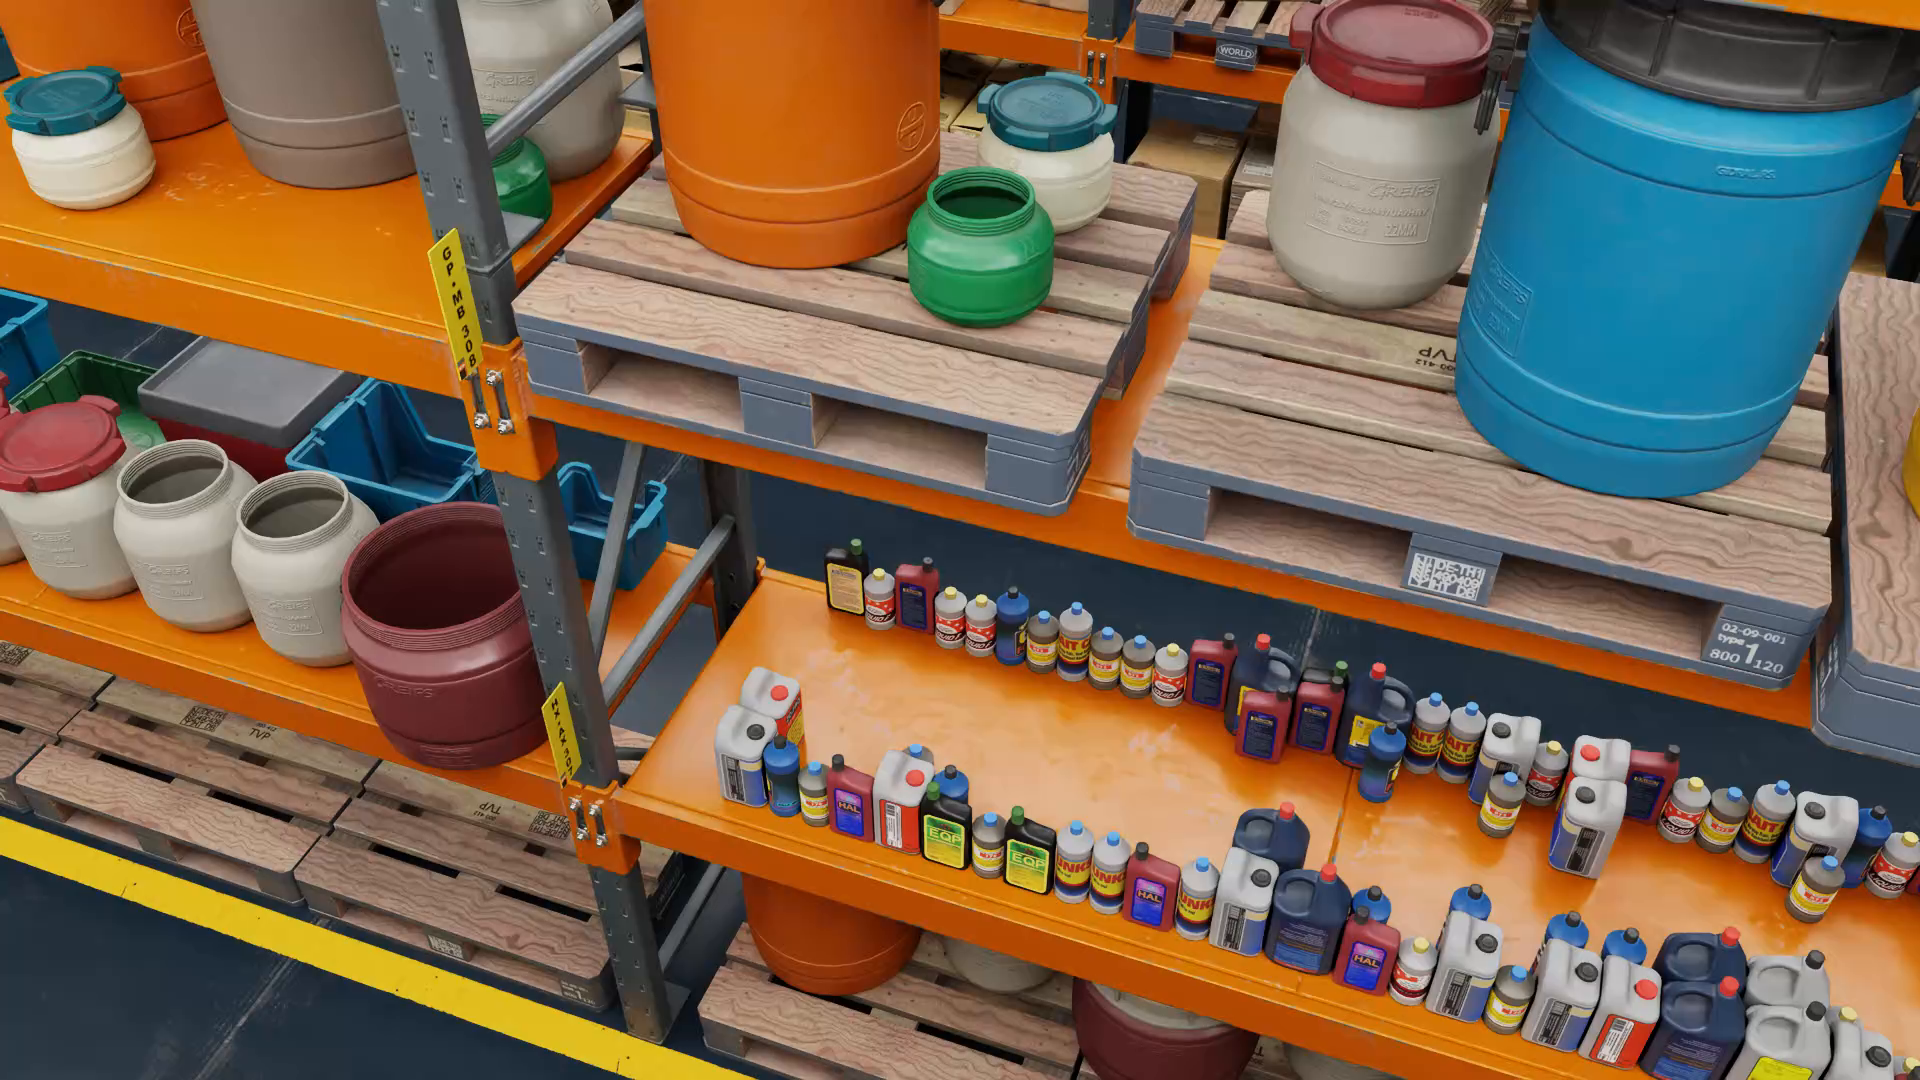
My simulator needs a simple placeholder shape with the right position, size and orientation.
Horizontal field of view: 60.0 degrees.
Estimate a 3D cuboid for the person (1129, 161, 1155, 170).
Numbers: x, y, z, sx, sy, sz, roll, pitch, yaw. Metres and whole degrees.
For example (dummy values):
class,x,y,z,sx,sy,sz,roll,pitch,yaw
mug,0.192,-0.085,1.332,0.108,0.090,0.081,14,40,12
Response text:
class,x,y,z,sx,sy,sz,roll,pitch,yaw
person,0.726,-0.862,7.123,0.484,1.592,0.347,11,43,12
